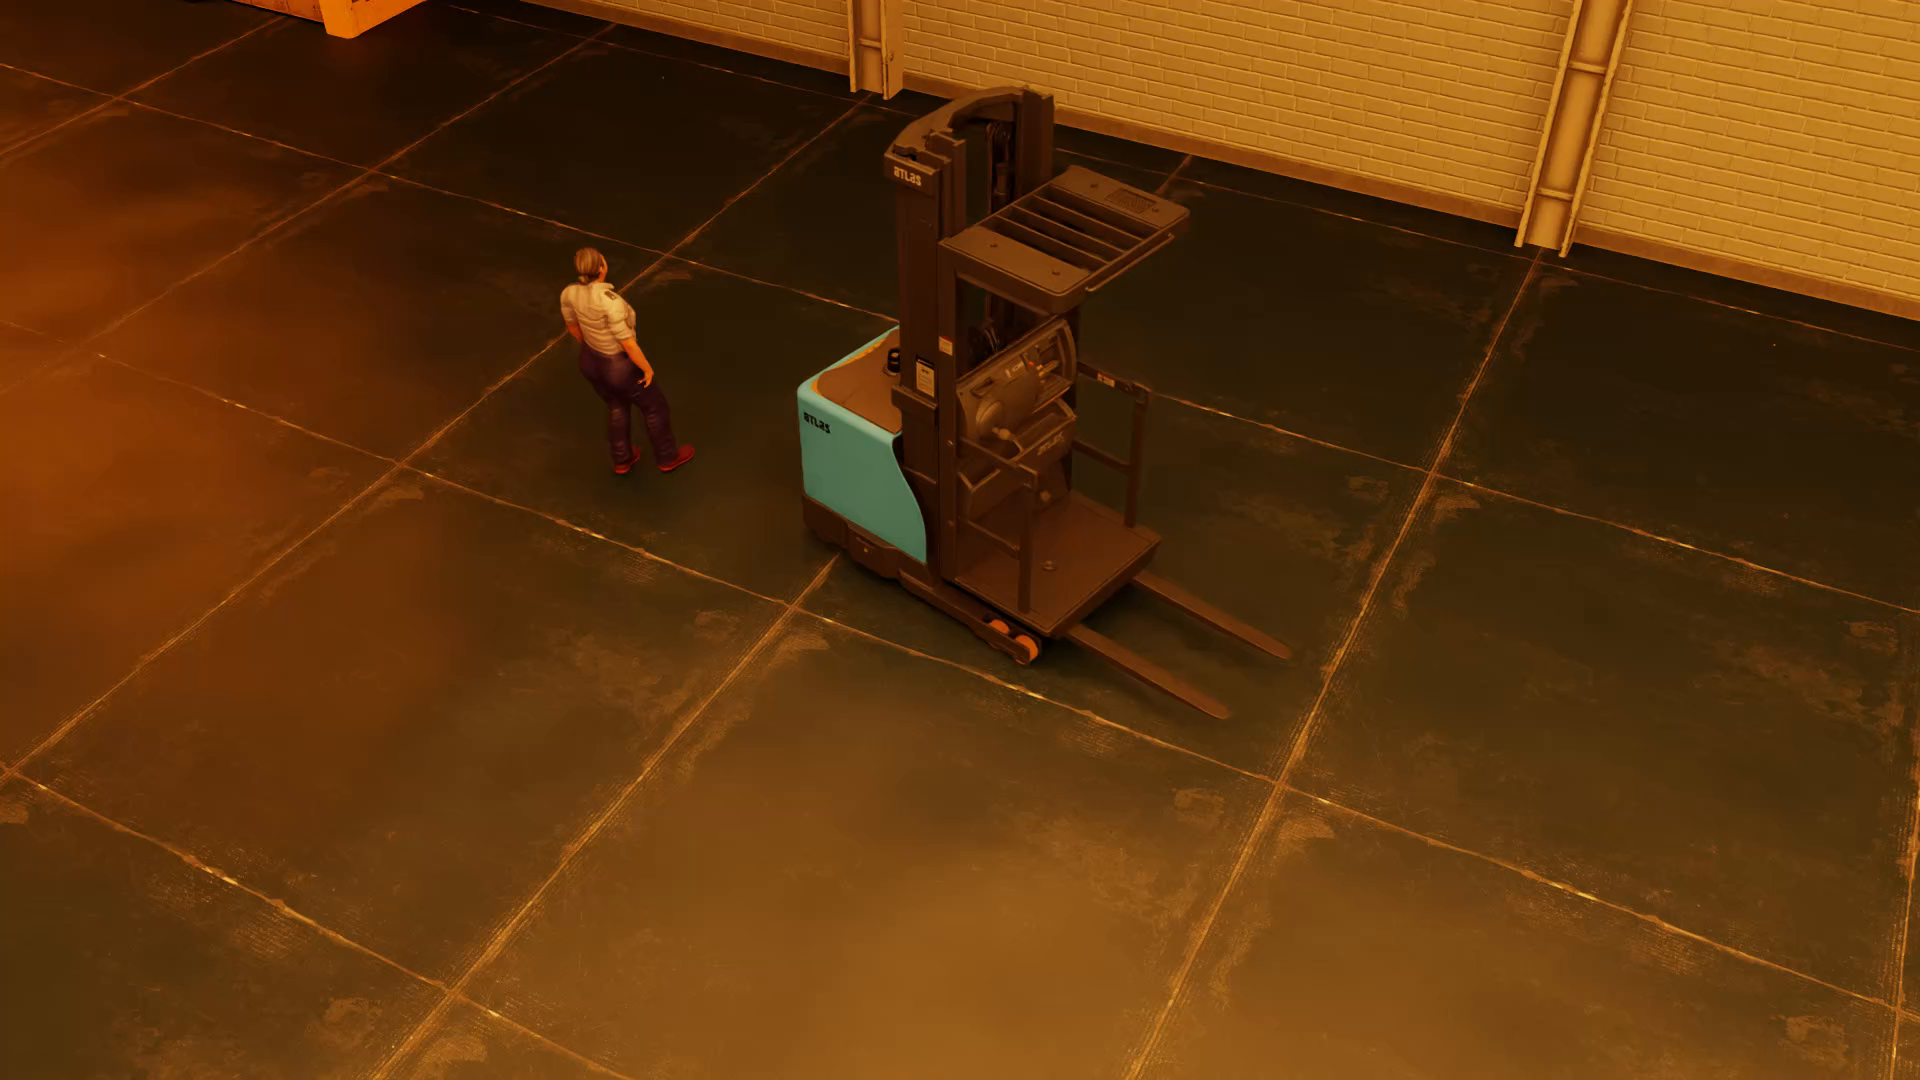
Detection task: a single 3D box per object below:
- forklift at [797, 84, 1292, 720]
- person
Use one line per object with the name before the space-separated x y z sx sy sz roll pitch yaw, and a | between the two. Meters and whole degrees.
forklift | 0.476 -0.803 8.940 3.031 2.935 1.130 29 48 30
person | -2.089 -1.147 10.364 0.578 1.640 0.543 23 45 24
